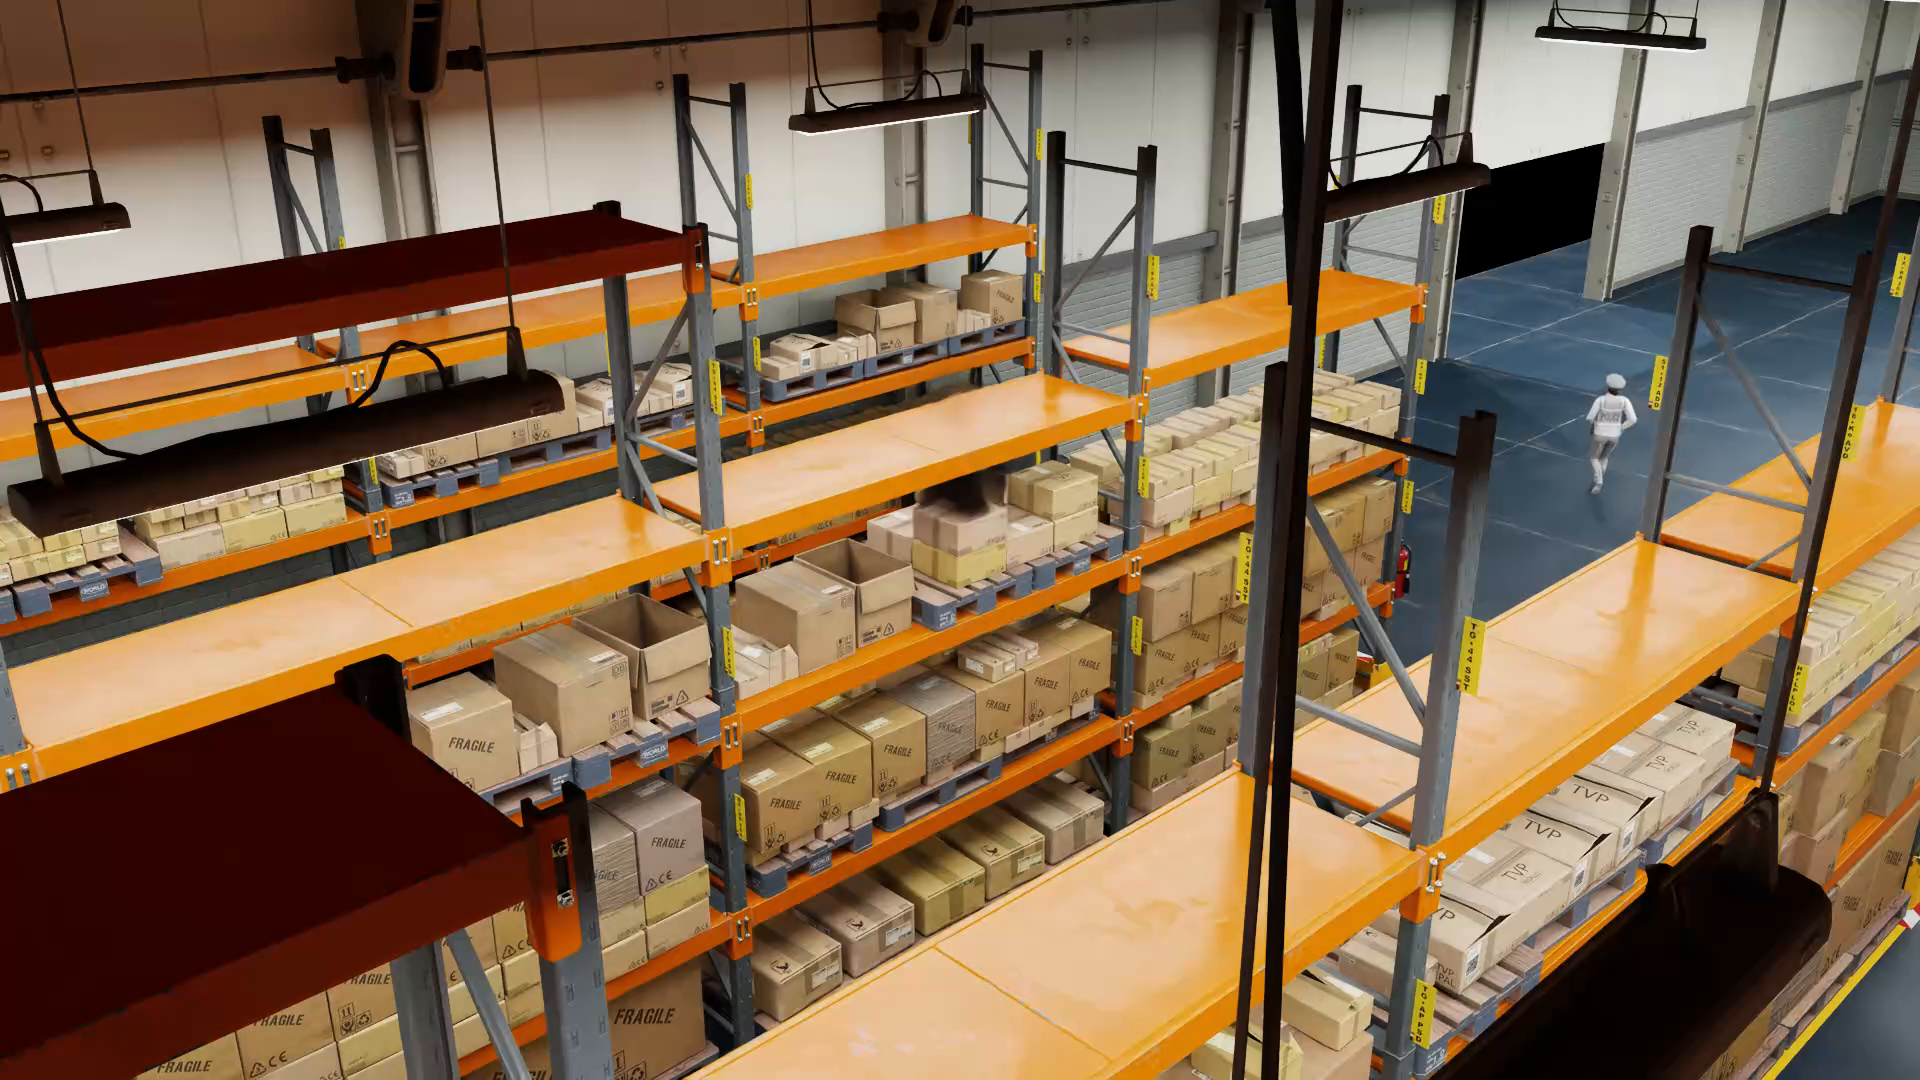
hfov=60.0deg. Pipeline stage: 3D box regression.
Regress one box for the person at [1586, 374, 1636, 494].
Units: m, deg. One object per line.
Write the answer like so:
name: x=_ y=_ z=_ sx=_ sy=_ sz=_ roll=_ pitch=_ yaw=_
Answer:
person: x=8.564 y=-1.369 z=21.997 sx=0.627 sy=1.680 sz=0.636 roll=2 pitch=23 yaw=6
